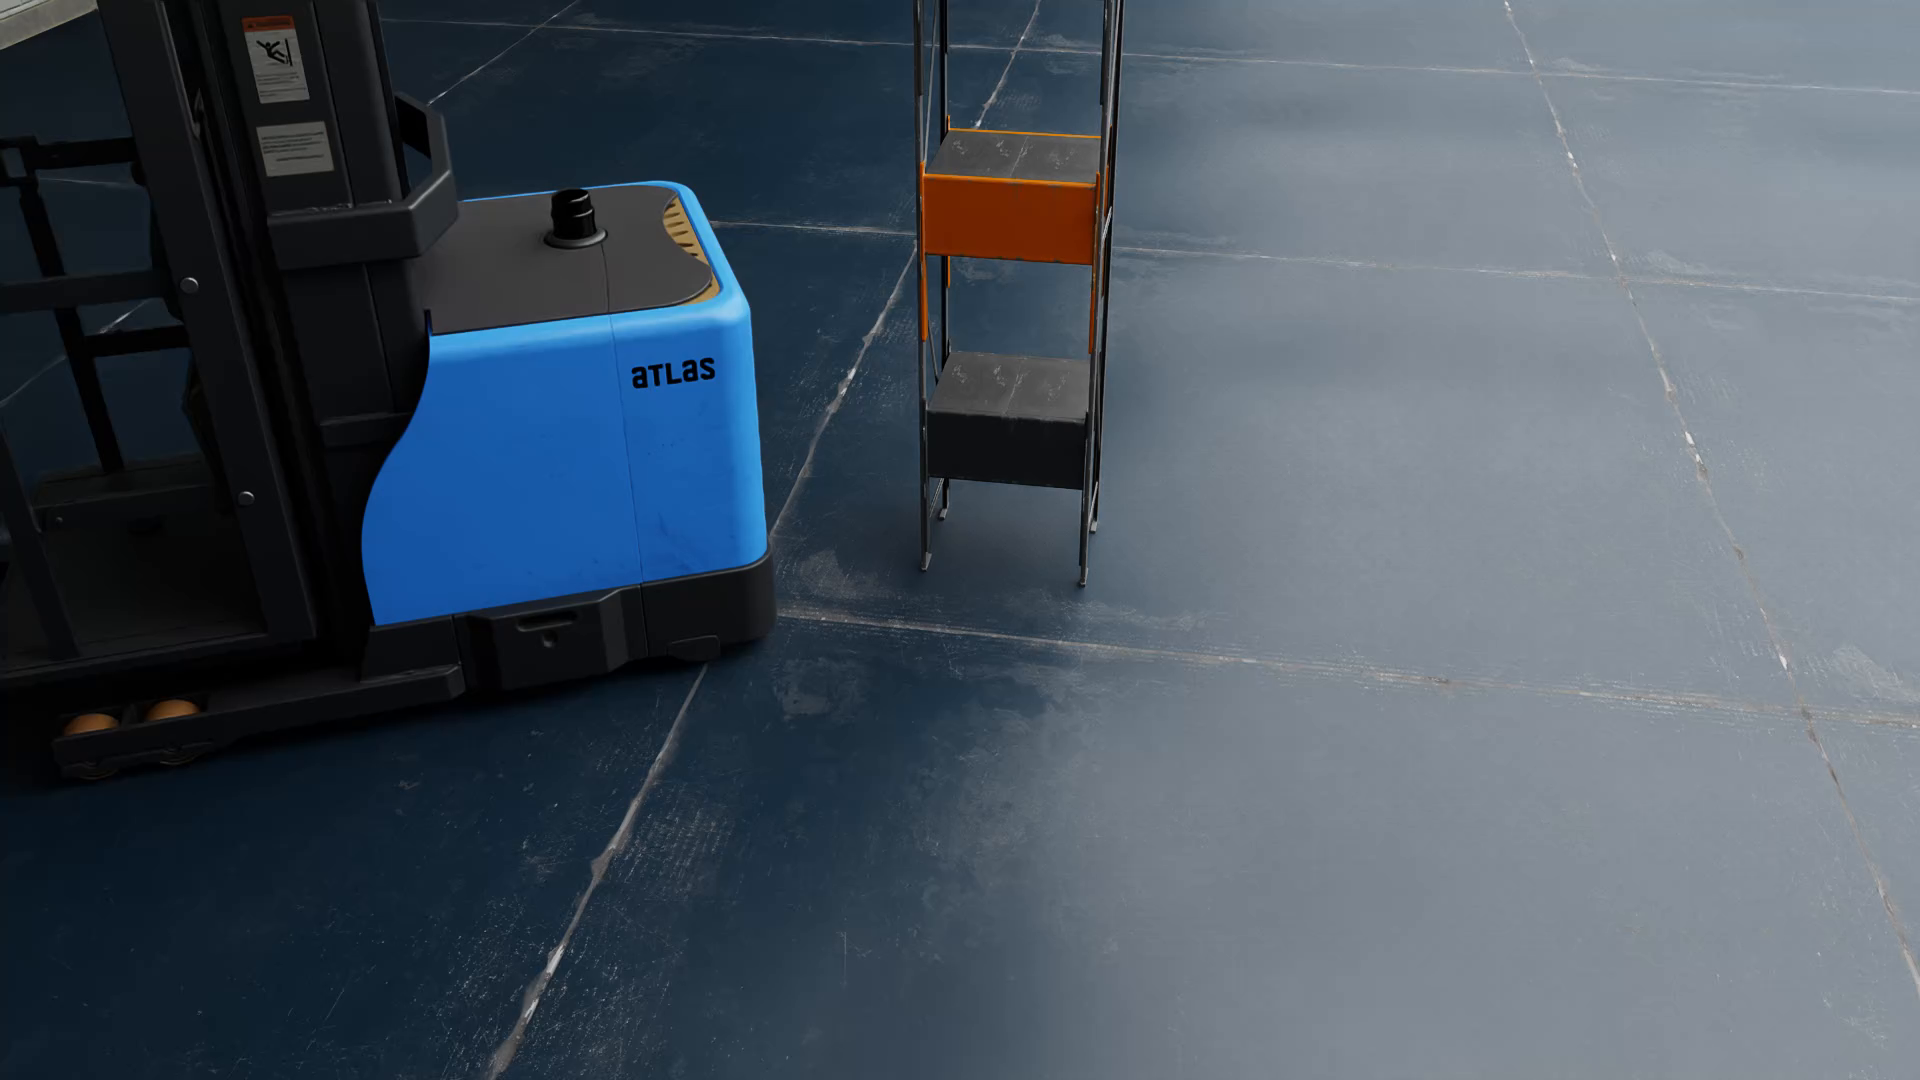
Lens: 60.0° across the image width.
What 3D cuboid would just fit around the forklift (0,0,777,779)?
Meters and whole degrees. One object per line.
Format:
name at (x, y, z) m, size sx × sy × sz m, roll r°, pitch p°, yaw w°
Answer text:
forklift at (-2.098, -0.942, 3.993) m, size 3.031 × 2.935 × 1.130 m, roll -9°, pitch 33°, yaw -15°

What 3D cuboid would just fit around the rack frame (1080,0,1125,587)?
rack frame at (0.404, -0.853, 4.634) m, size 0.015 × 2.100 × 0.400 m, roll 5°, pitch 32°, yaw 8°

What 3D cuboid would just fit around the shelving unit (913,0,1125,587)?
shelving unit at (0.163, -0.875, 4.669) m, size 0.503 × 2.100 × 0.431 m, roll 5°, pitch 32°, yaw 8°

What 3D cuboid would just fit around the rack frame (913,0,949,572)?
rack frame at (-0.077, -0.897, 4.704) m, size 0.015 × 2.100 × 0.400 m, roll 5°, pitch 32°, yaw 8°

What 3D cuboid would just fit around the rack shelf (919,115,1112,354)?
rack shelf at (0.163, -0.864, 4.677) m, size 0.480 × 0.518 × 0.431 m, roll 5°, pitch 32°, yaw 8°

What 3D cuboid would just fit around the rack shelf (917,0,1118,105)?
rack shelf at (0.163, -1.457, 4.305) m, size 0.480 × 0.518 × 0.431 m, roll 5°, pitch 32°, yaw 8°

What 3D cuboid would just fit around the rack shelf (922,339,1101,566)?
rack shelf at (0.163, -0.270, 5.048) m, size 0.480 × 0.518 × 0.431 m, roll 5°, pitch 32°, yaw 8°
